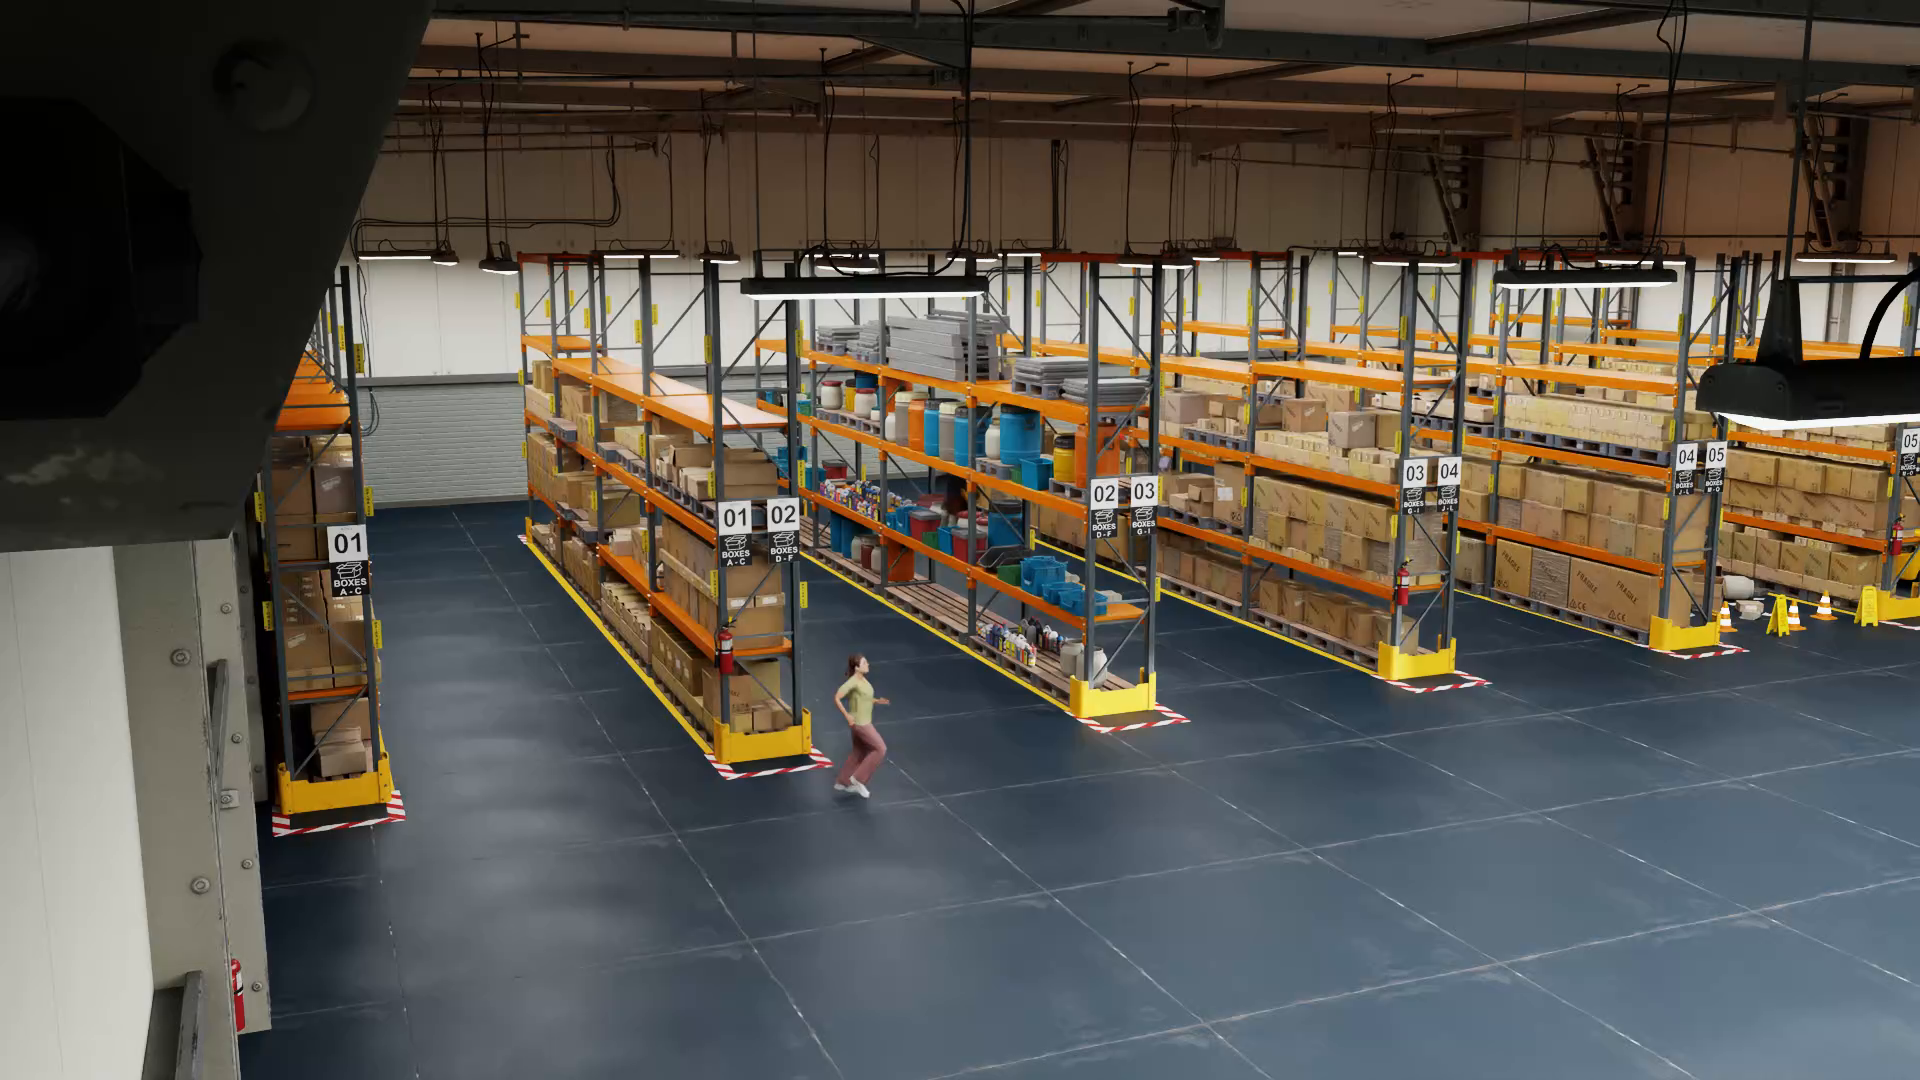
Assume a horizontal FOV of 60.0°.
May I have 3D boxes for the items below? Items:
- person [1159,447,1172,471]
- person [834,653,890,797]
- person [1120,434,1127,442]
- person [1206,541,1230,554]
[{"bbox_3d":[4.502,-1.309,37.775,0.624,1.646,0.677,-3,11,-18],"label":"person"},{"bbox_3d":[-1.122,2.098,18.925,0.658,1.656,0.555,1,10,5],"label":"person"},{"bbox_3d":[3.685,-1.670,39.491,0.731,1.707,0.632,-2,11,-10],"label":"person"},{"bbox_3d":[5.127,-0.413,32.732,0.576,1.712,0.716,-5,11,-24],"label":"person"}]
